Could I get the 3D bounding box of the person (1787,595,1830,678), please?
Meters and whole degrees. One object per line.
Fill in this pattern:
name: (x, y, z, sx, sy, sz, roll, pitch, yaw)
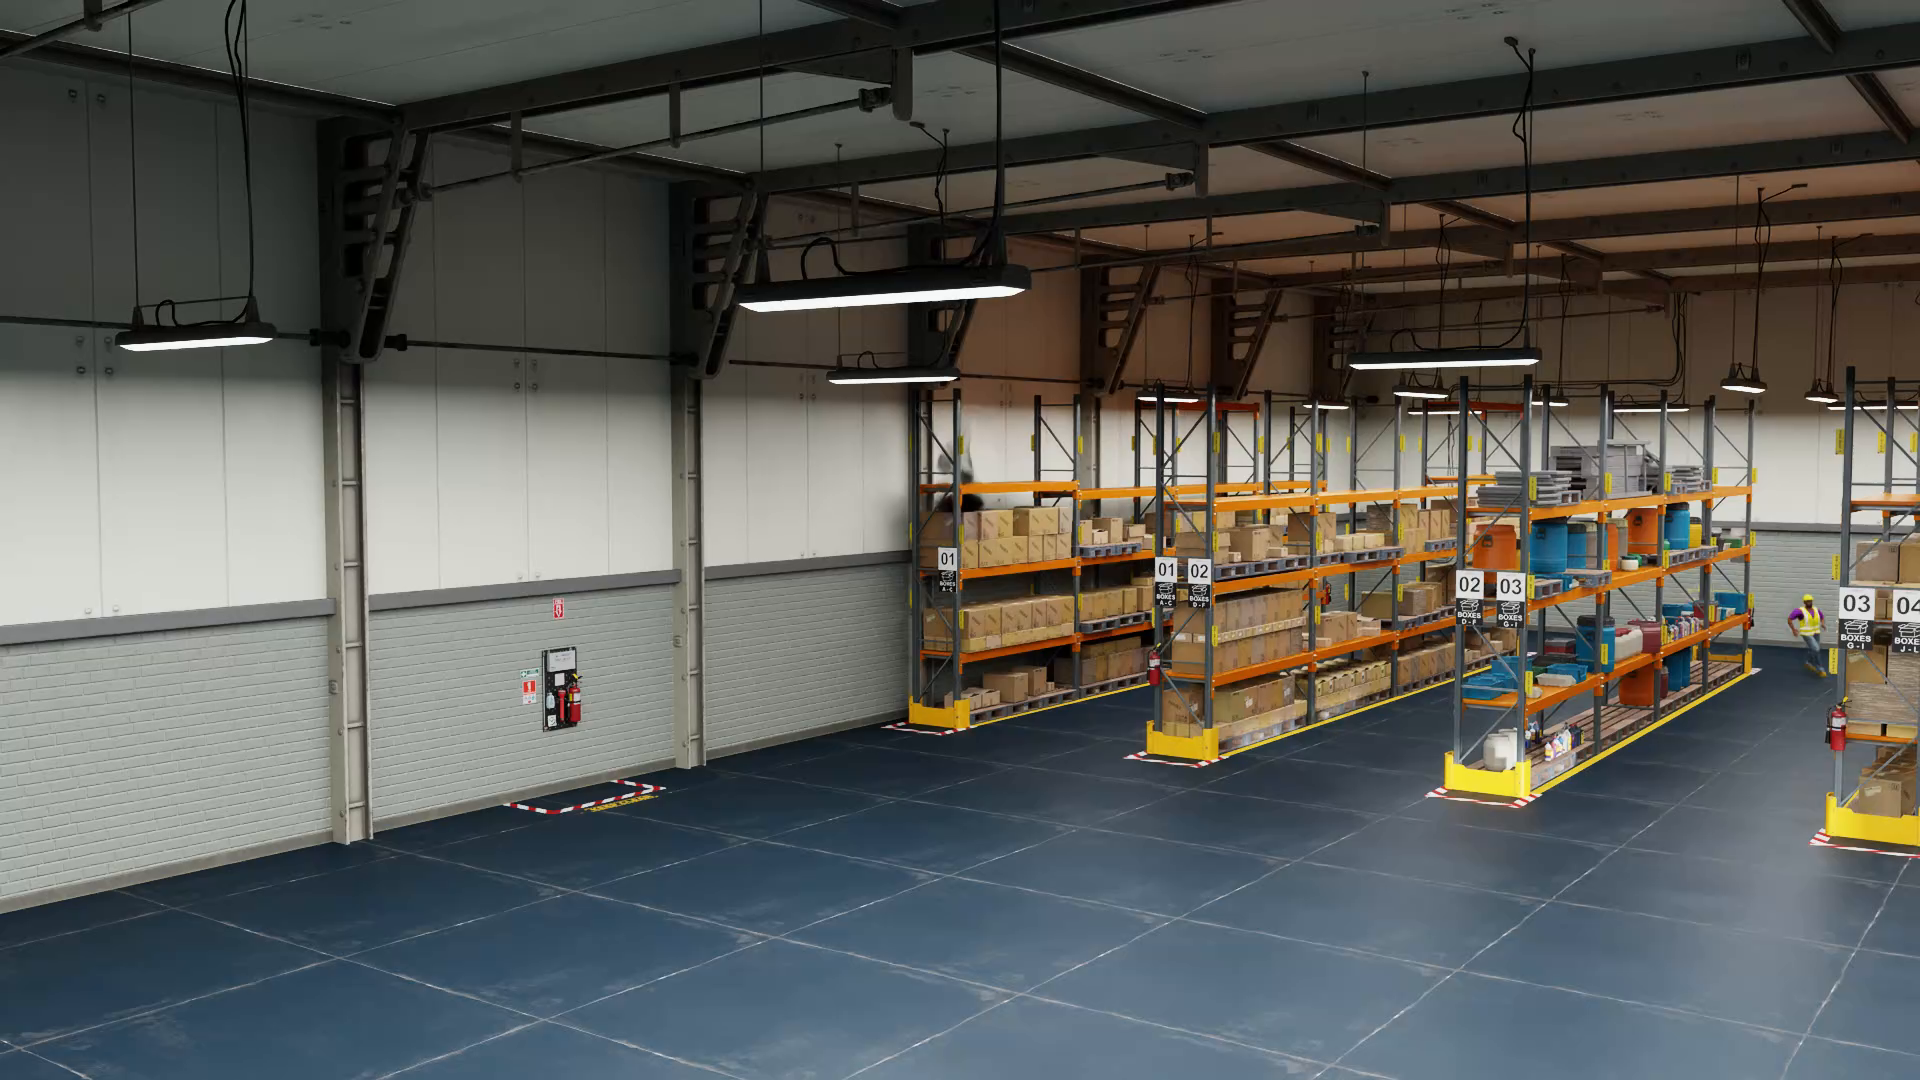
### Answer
person: (18.470, 2.068, 36.116, 0.749, 1.773, 0.877, -1, 3, -13)
